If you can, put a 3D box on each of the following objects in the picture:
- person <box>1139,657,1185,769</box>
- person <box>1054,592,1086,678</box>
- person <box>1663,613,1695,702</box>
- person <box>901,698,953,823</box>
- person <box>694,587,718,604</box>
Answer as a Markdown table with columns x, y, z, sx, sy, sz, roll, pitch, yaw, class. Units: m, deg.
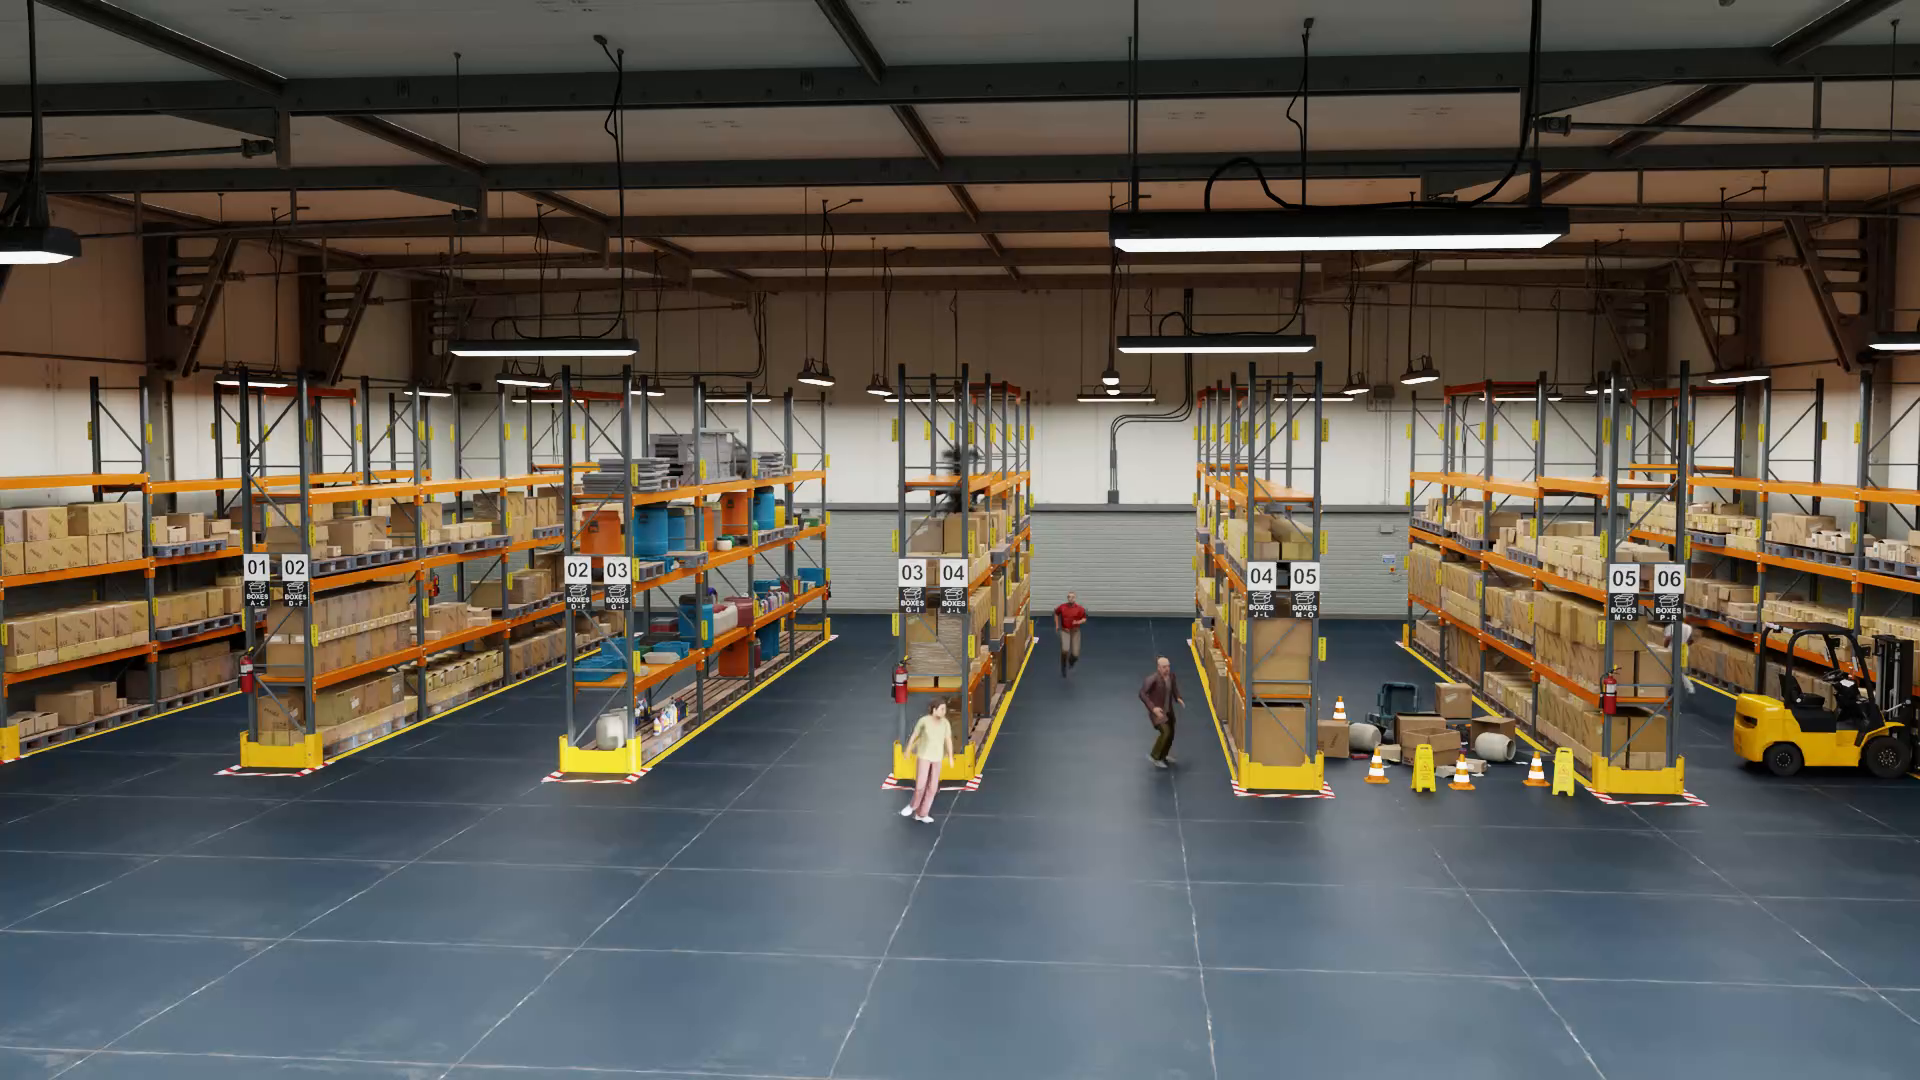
| x | y | z | sx | sy | sz | roll | pitch | yaw | class |
| --- | --- | --- | --- | --- | --- | --- | --- | --- | --- |
| 3.000 | 2.581 | 25.030 | 0.745 | 1.695 | 0.673 | -3 | 5 | -39 | person |
| 2.205 | 1.889 | 33.175 | 0.627 | 1.708 | 0.735 | 0 | 4 | -1 | person |
| 13.177 | 2.146 | 30.590 | 0.680 | 1.764 | 0.957 | 0 | 4 | -6 | person |
| -0.419 | 2.820 | 21.364 | 0.621 | 1.635 | 0.521 | -2 | 4 | -22 | person |
| -6.024 | 1.704 | 39.428 | 0.598 | 1.618 | 0.959 | 0 | 4 | -6 | person |
